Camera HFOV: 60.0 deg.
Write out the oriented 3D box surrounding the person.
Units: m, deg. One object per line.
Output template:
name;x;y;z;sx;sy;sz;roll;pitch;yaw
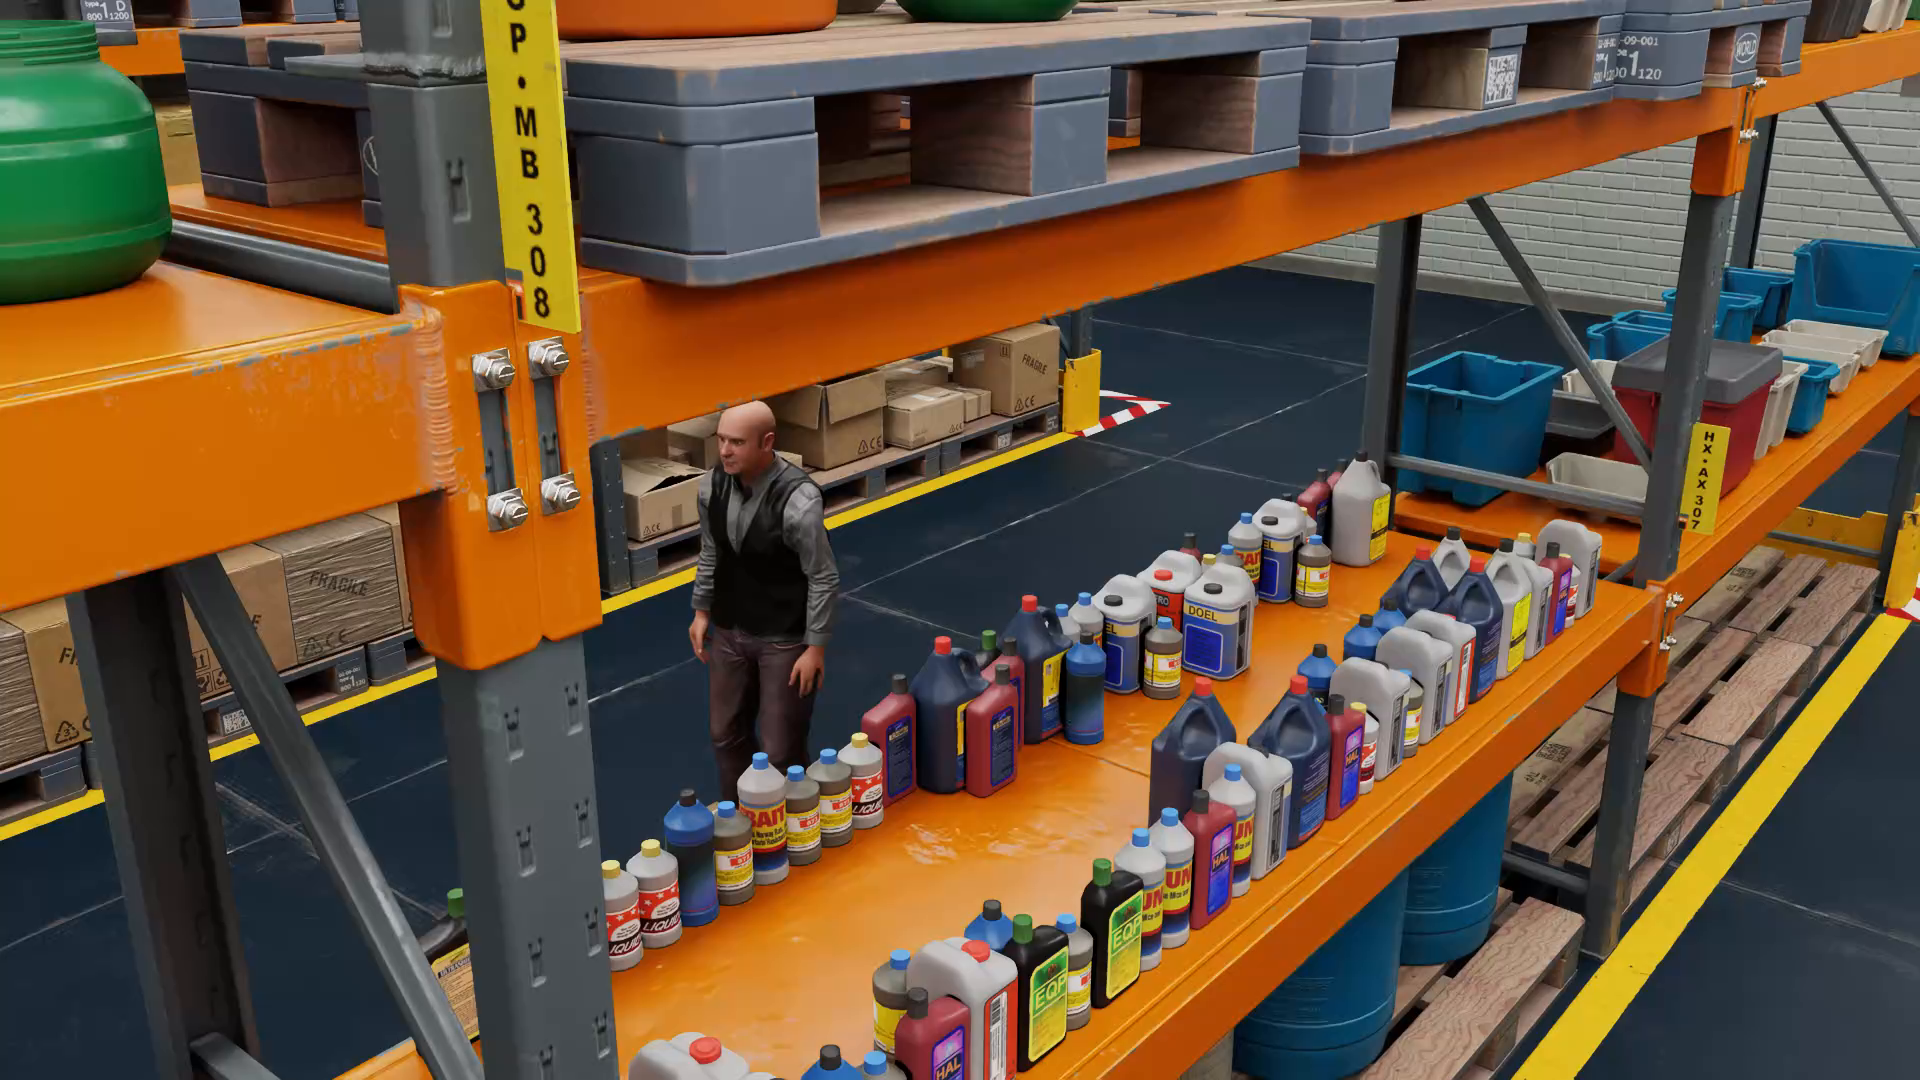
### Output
person;-0.659;0.332;5.697;0.593;1.722;0.414;14;24;34
